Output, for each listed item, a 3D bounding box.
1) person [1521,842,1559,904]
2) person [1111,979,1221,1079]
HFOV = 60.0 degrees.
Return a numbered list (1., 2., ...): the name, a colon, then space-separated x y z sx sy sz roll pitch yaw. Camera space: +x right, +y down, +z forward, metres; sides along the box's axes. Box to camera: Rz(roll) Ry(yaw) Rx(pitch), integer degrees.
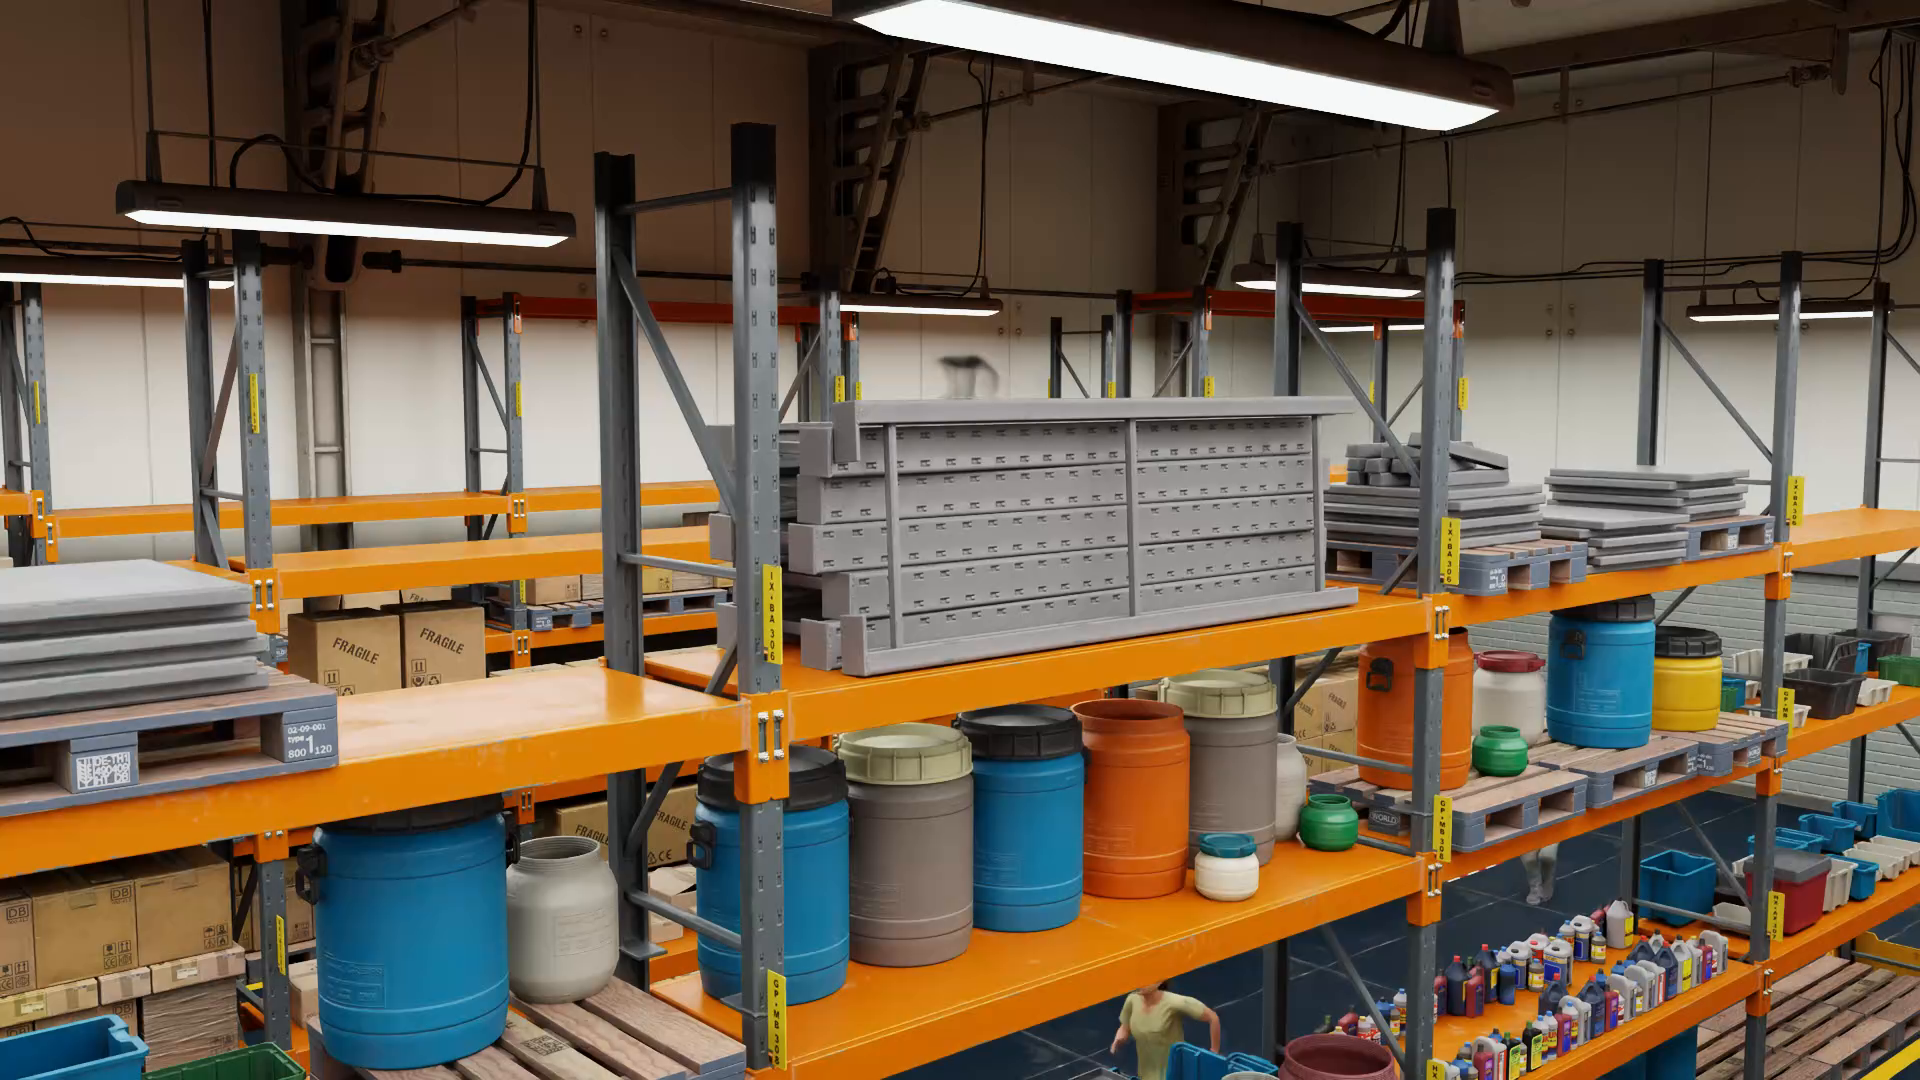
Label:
1. person: 5.726 2.748 16.438 0.686 1.745 0.549 3 6 27
2. person: 1.246 3.361 10.323 0.729 1.618 0.614 -5 7 -41
